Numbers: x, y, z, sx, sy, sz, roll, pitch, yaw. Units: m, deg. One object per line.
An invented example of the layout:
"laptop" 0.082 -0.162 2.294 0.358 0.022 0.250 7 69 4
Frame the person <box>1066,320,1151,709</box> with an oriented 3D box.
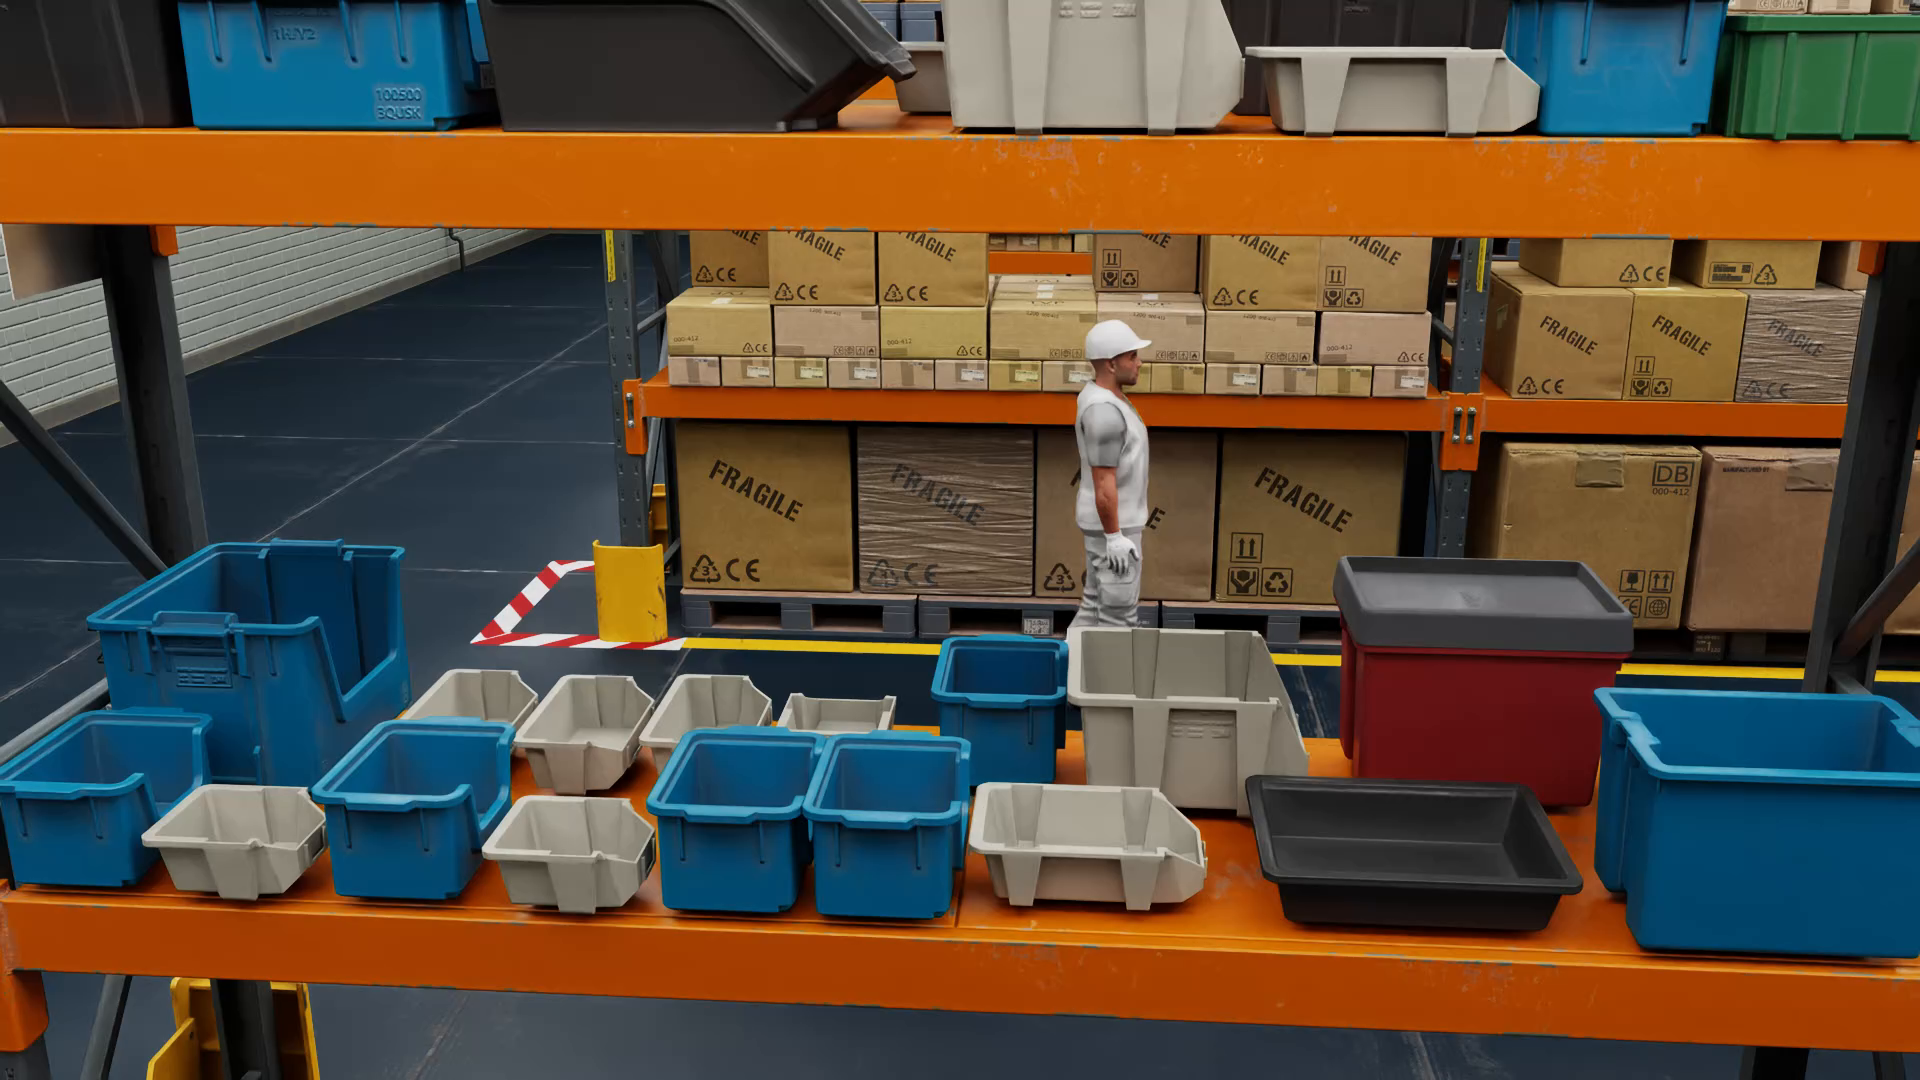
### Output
"person" 0.668 -0.043 7.183 0.486 1.821 0.526 2 17 5
